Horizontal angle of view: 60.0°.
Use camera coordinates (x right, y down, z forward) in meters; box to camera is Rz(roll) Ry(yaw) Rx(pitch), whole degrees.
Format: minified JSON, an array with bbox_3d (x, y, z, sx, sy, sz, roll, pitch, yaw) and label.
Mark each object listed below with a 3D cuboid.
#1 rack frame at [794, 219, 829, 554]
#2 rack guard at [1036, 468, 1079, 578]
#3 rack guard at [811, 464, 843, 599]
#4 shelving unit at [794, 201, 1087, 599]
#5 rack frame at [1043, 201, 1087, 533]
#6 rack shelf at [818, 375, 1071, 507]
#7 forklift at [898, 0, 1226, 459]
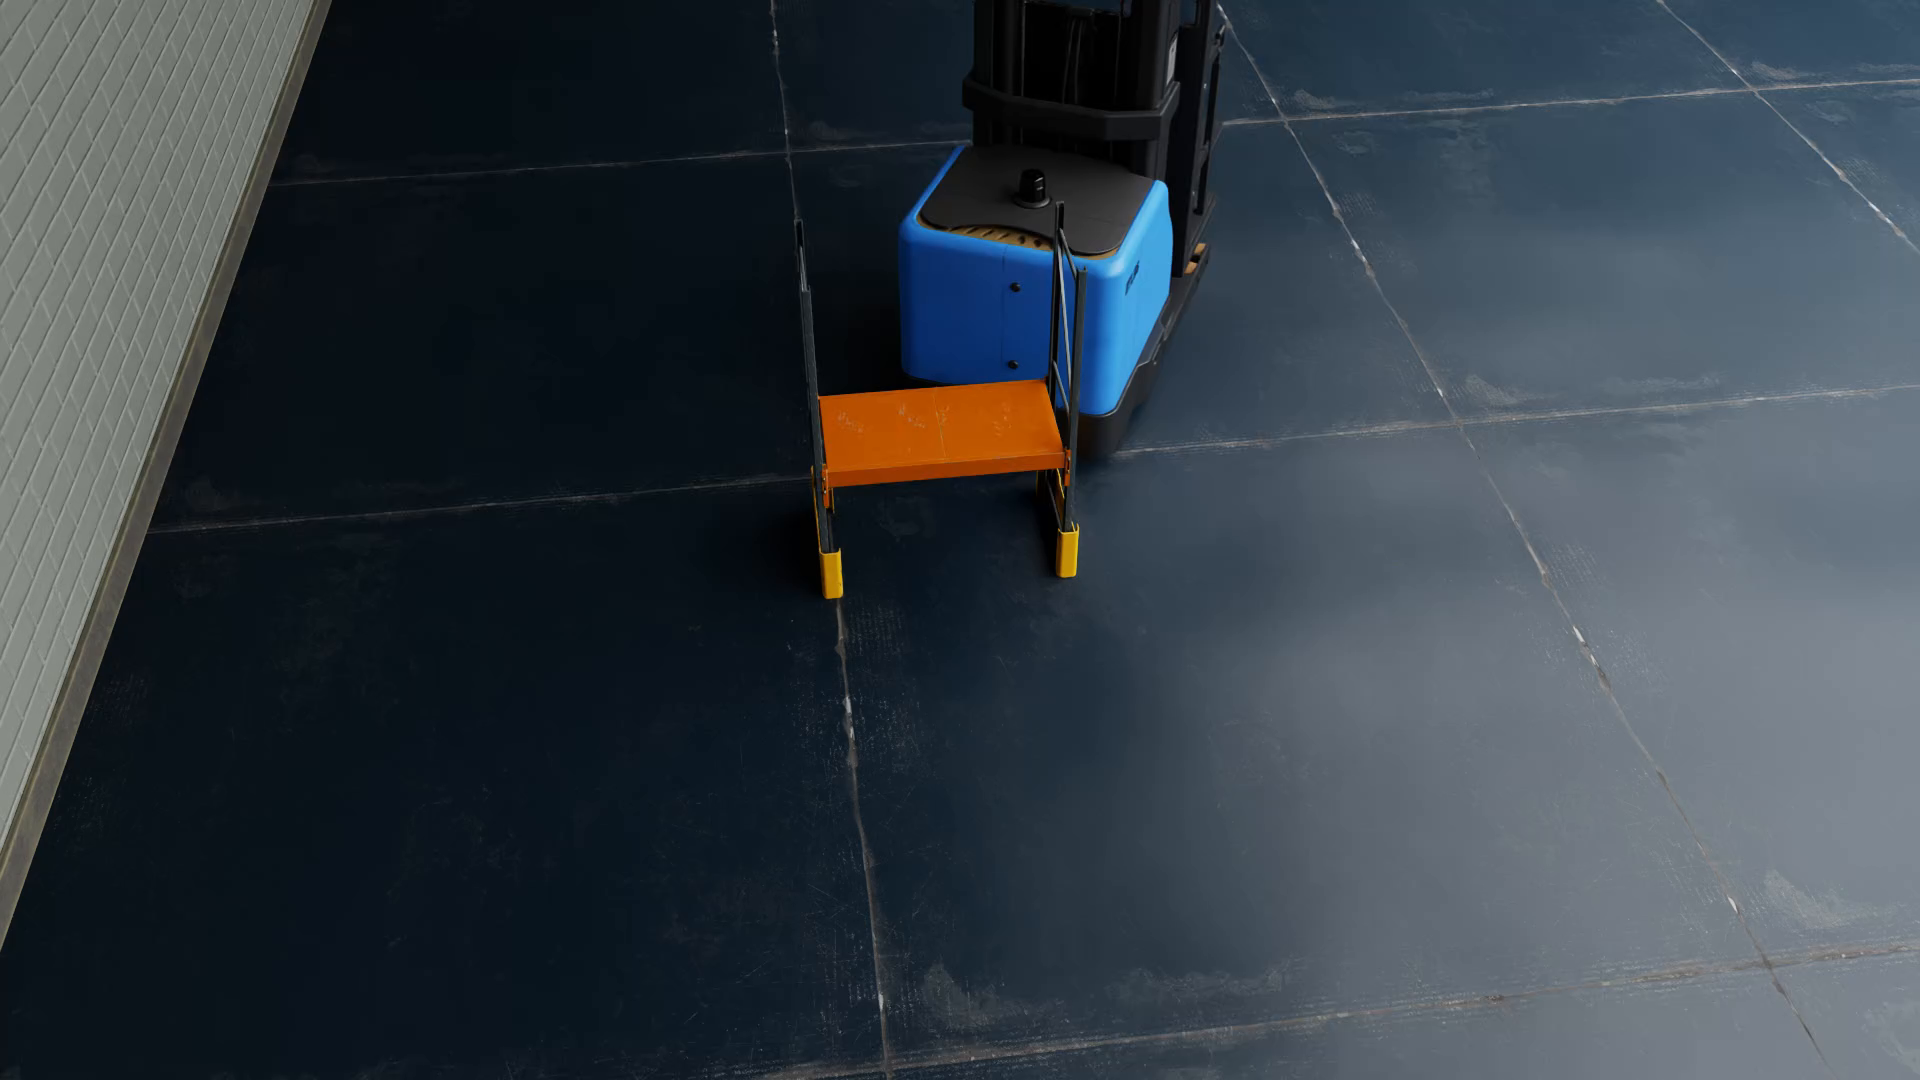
[{"bbox_3d":[-0.589,-0.505,6.691,0.032,1.500,0.500,-5,42,-6],"label":"rack frame"},{"bbox_3d":[0.418,-0.129,7.207,0.087,0.250,0.587,-5,42,-6],"label":"rack guard"},{"bbox_3d":[-0.569,-0.043,7.111,0.087,0.250,0.587,-5,42,-6],"label":"rack guard"},{"bbox_3d":[-0.076,-0.550,6.740,1.083,1.500,0.587,-5,42,-6],"label":"shelving unit"},{"bbox_3d":[0.419,-0.594,6.788,0.032,1.500,0.500,-5,42,-6],"label":"rack frame"},{"bbox_3d":[-0.085,-0.416,6.860,1.000,0.185,0.538,-5,42,-6],"label":"rack shelf"},{"bbox_3d":[0.689,-2.456,7.785,1.130,2.935,3.031,13,44,14],"label":"forklift"}]
